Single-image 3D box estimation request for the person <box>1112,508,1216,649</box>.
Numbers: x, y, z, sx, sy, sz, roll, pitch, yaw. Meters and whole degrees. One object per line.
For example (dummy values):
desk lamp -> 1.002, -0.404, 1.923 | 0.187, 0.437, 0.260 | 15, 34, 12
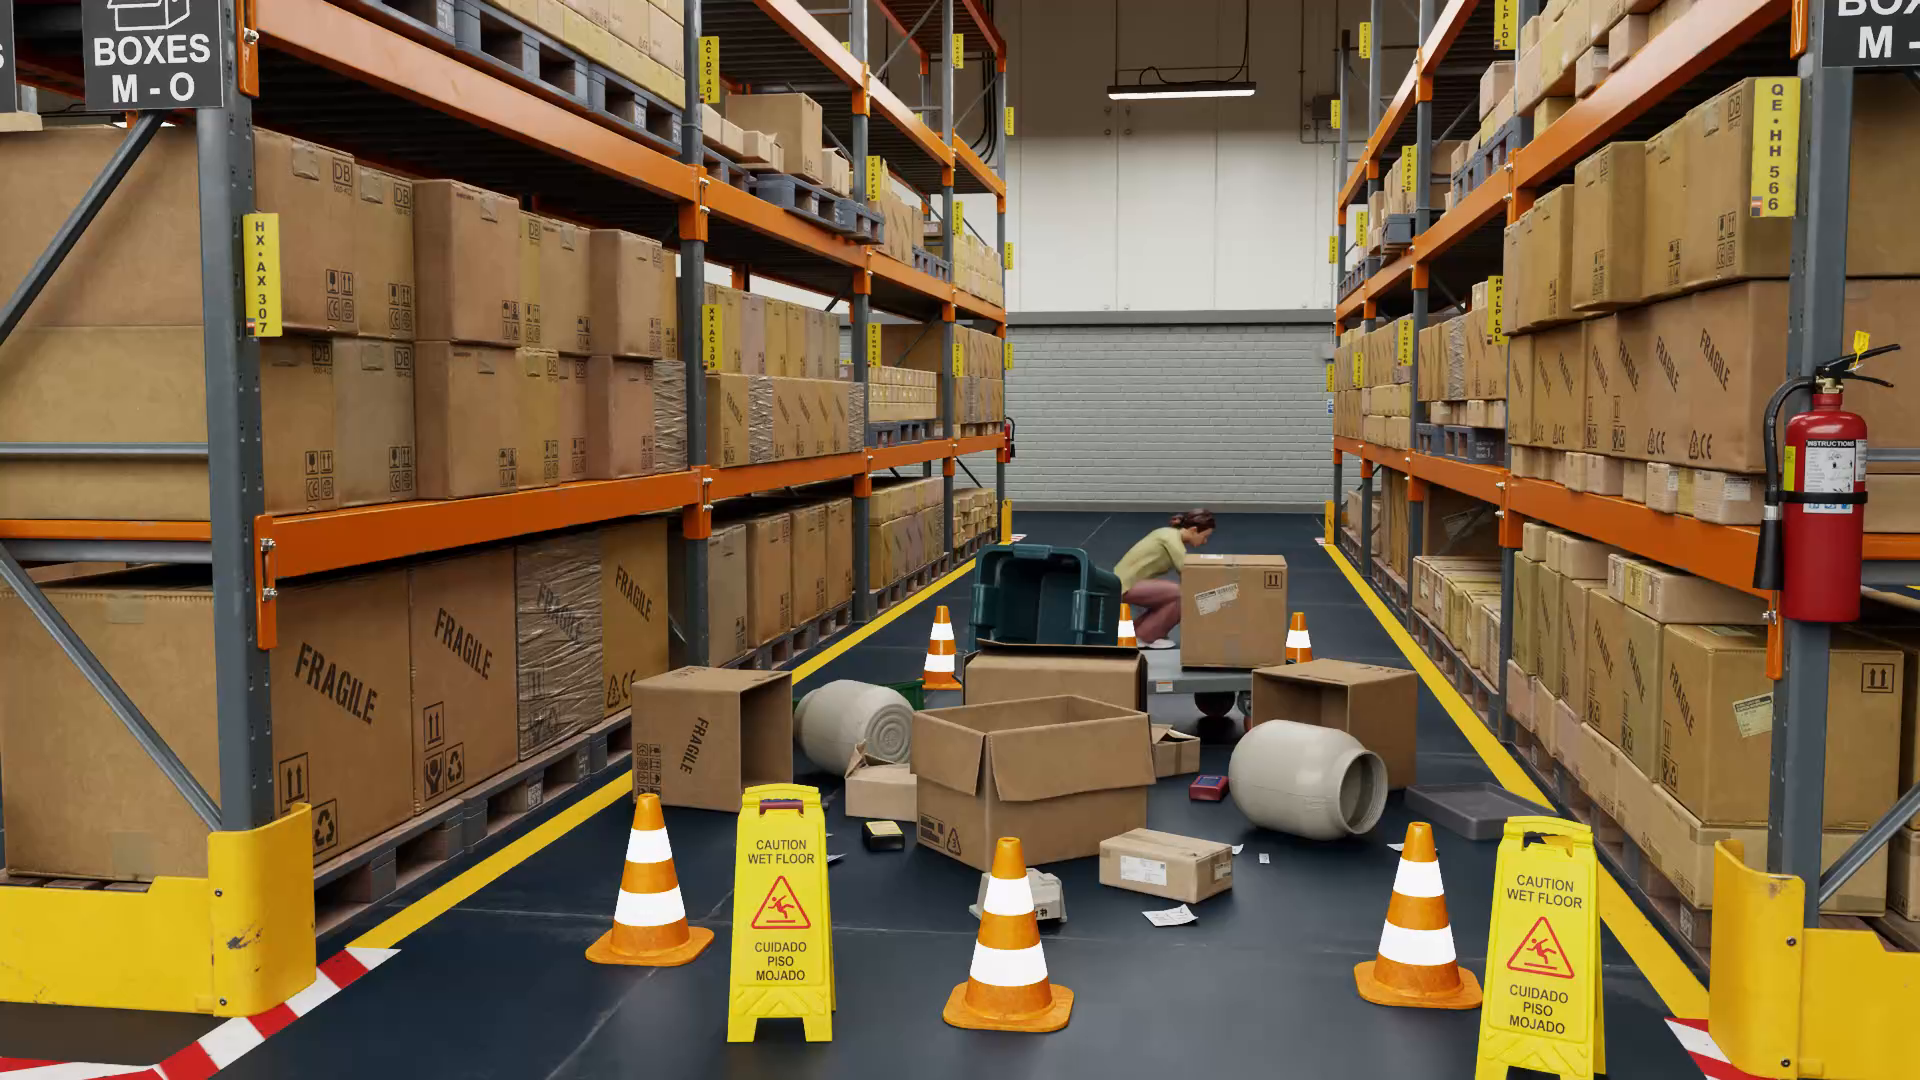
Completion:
person -> 1.401, 0.257, 11.277 | 0.796, 0.947, 0.463 | 1, 5, 8
